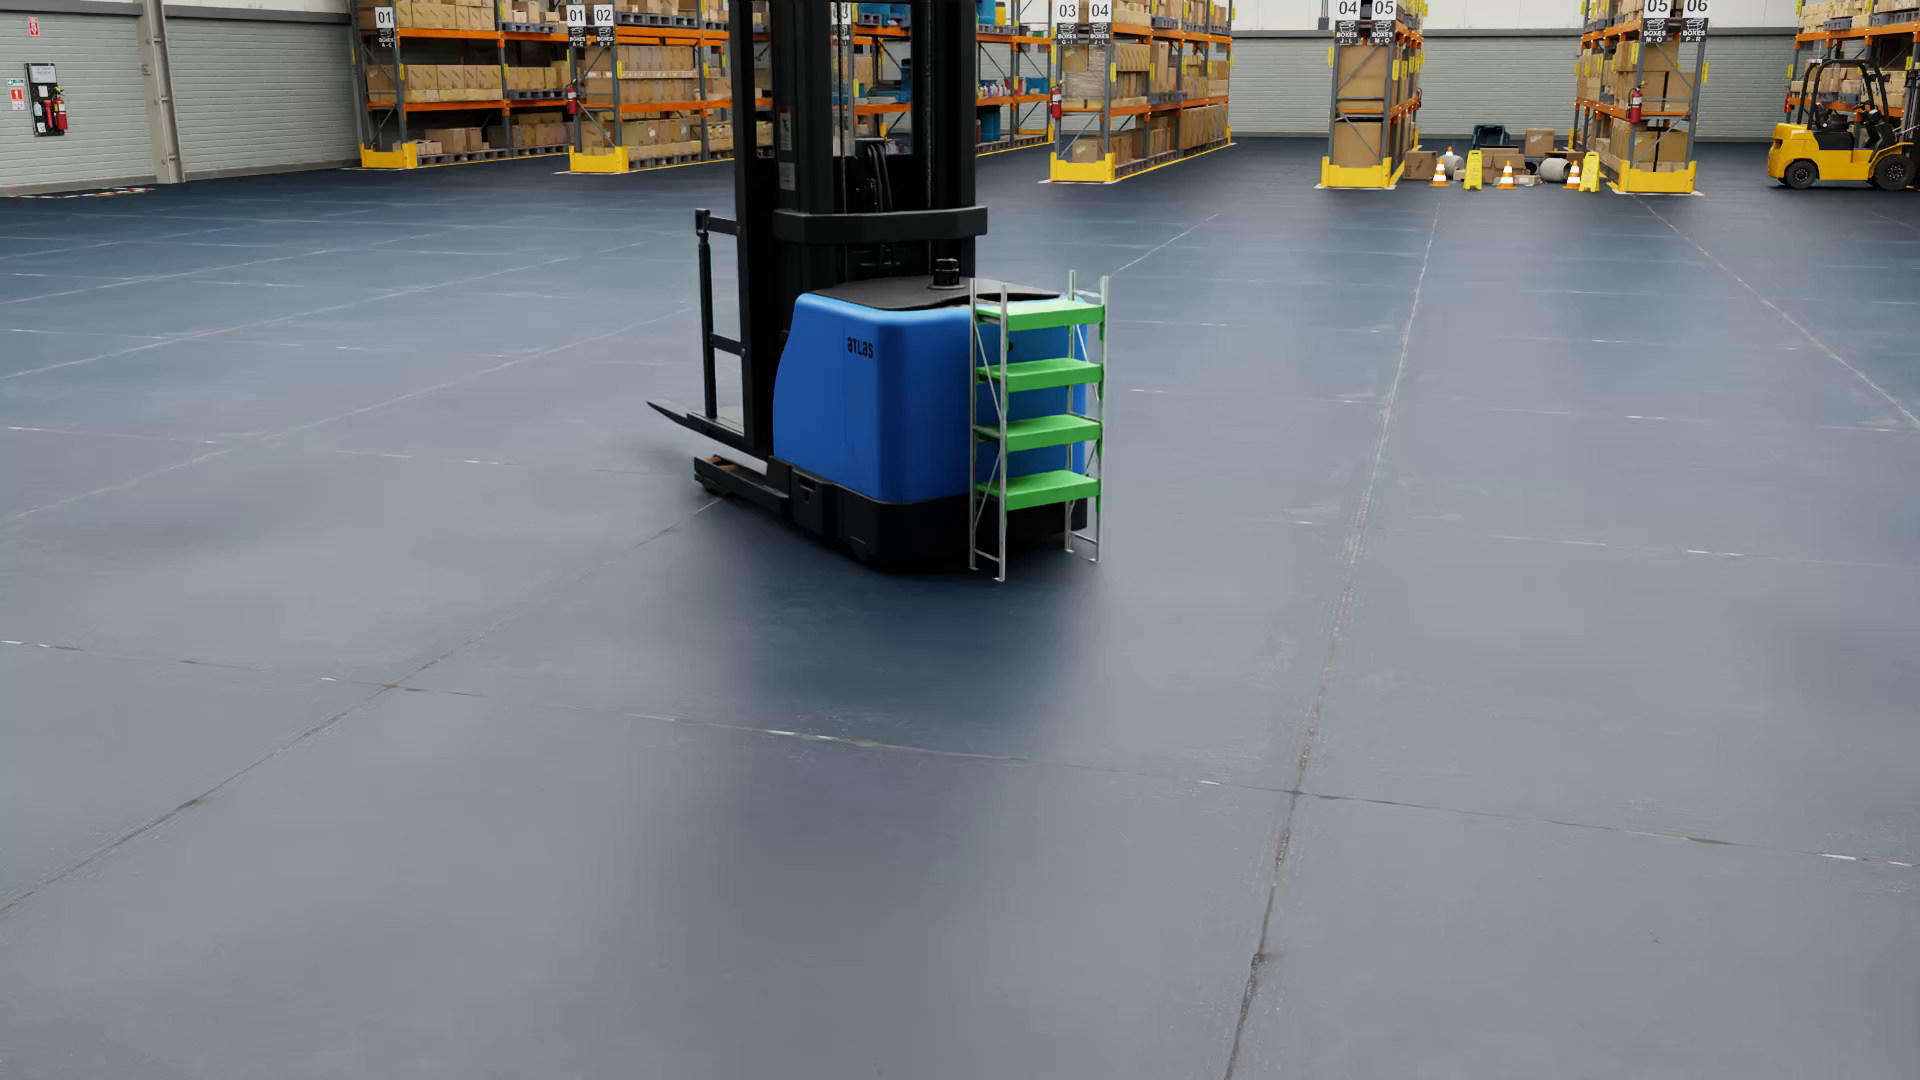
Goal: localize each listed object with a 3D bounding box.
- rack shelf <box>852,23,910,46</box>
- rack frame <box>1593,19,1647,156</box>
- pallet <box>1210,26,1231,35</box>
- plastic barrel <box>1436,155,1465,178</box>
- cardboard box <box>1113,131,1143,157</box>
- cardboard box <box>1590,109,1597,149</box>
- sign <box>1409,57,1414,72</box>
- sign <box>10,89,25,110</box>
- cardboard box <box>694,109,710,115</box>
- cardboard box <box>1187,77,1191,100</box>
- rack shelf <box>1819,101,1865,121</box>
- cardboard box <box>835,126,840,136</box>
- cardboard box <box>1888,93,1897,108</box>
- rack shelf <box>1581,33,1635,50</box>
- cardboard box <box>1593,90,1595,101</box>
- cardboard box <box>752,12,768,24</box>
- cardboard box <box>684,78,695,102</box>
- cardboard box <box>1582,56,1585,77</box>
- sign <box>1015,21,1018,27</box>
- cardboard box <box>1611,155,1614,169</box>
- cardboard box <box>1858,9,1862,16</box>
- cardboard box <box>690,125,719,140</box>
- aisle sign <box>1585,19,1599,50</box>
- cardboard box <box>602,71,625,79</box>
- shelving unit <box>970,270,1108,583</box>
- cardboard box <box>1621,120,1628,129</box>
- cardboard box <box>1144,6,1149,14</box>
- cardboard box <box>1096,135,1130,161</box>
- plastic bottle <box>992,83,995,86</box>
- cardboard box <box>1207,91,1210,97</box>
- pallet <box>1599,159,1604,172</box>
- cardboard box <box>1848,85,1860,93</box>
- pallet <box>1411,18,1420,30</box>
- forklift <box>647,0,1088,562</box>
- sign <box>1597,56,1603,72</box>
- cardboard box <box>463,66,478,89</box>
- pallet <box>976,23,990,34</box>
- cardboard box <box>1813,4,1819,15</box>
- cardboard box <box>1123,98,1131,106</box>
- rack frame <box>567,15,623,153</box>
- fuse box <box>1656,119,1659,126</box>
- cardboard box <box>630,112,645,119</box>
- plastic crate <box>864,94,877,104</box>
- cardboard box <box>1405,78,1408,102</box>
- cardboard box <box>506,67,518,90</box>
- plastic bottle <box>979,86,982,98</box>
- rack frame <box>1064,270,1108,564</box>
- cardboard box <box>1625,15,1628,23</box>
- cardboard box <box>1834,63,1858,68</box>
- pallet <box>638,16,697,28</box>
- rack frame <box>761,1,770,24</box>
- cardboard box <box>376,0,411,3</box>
[{"bbox_3d":[-1.933,-10.104,33.276,1.077,0.370,4.000,5,16,16],"label":"rack shelf"},{"bbox_3d":[14.022,-9.424,35.058,1.000,3.000,0.127,5,16,16],"label":"rack frame"},{"bbox_3d":[6.593,-13.491,44.062,1.003,0.211,1.213,5,16,16],"label":"pallet"},{"bbox_3d":[9.259,-7.080,31.514,0.421,0.421,0.512,-10,19,-32],"label":"plastic barrel"},{"bbox_3d":[3.579,-8.314,34.919,0.700,0.500,0.500,3,16,12],"label":"cardboard box"},{"bbox_3d":[15.059,-9.482,38.386,0.875,0.875,0.875,5,17,18],"label":"cardboard box"},{"bbox_3d":[9.780,-10.296,36.011,0.100,0.325,0.005,5,16,16],"label":"sign"},{"bbox_3d":[-15.331,-7.169,27.043,0.001,0.329,0.234,5,16,16],"label":"sign"},{"bbox_3d":[-7.490,-12.444,48.327,0.380,0.149,0.250,5,17,17],"label":"cardboard box"},{"bbox_3d":[5.064,-10.482,38.604,0.500,0.500,0.500,4,16,14],"label":"cardboard box"},{"bbox_3d":[19.351,-9.217,35.647,1.077,0.370,4.000,5,16,16],"label":"rack shelf"},{"bbox_3d":[-3.513,-11.019,44.803,0.500,0.311,0.500,5,16,16],"label":"cardboard box"},{"bbox_3d":[17.675,-8.206,31.037,0.500,0.250,0.500,5,16,16],"label":"cardboard box"},{"bbox_3d":[15.727,-12.091,40.281,1.077,0.370,4.000,5,16,16],"label":"rack shelf"},{"bbox_3d":[14.205,-9.770,36.551,0.500,0.250,0.500,4,16,15],"label":"cardboard box"},{"bbox_3d":[-4.884,-12.570,40.468,0.910,0.500,0.500,5,16,16],"label":"cardboard box"},{"bbox_3d":[-6.233,-9.847,36.365,0.700,0.500,0.500,4,16,14],"label":"cardboard box"},{"bbox_3d":[15.466,-11.541,40.506,0.500,0.500,0.500,5,17,16],"label":"cardboard box"},{"bbox_3d":[1.436,-13.027,42.248,0.100,0.325,0.005,5,16,16],"label":"sign"},{"bbox_3d":[12.318,-6.983,30.720,0.500,0.250,0.500,6,17,19],"label":"cardboard box"},{"bbox_3d":[19.043,-11.049,34.833,0.380,0.149,0.250,5,17,18],"label":"cardboard box"},{"bbox_3d":[-5.757,-9.153,37.344,0.500,0.311,0.500,5,16,16],"label":"cardboard box"},{"bbox_3d":[16.038,-12.809,42.228,0.394,0.787,0.004,5,16,16],"label":"aisle sign"},{"bbox_3d":[-6.932,-9.315,33.301,0.380,0.149,0.250,5,16,15],"label":"cardboard box"},{"bbox_3d":[0.316,-0.469,6.785,0.503,1.200,0.258,-10,19,-31],"label":"shelving unit"},{"bbox_3d":[11.917,-7.348,29.447,0.380,0.149,0.250,5,17,18],"label":"cardboard box"},{"bbox_3d":[3.569,-10.601,33.256,0.380,0.149,0.250,5,17,18],"label":"cardboard box"},{"bbox_3d":[3.076,-7.893,33.473,0.500,0.500,0.500,11,19,33],"label":"cardboard box"},{"bbox_3d":[0.823,-11.345,41.920,0.144,0.351,0.185,5,16,16],"label":"plastic bottle"},{"bbox_3d":[6.060,-11.170,41.673,0.380,0.149,0.250,5,16,16],"label":"cardboard box"},{"bbox_3d":[13.450,-7.560,33.596,1.003,0.211,1.213,5,16,16],"label":"pallet"},{"bbox_3d":[18.601,-9.323,34.392,0.380,0.149,0.250,5,17,17],"label":"cardboard box"},{"bbox_3d":[9.115,-10.961,35.326,1.213,0.211,1.003,5,17,18],"label":"pallet"},{"bbox_3d":[-0.653,-1.670,7.847,1.130,2.935,3.031,-10,19,-31],"label":"forklift"},{"bbox_3d":[13.489,-10.023,35.048,0.100,0.325,0.005,5,16,16],"label":"sign"},{"bbox_3d":[-10.991,-10.187,36.612,0.500,0.500,0.500,4,16,14],"label":"cardboard box"},{"bbox_3d":[0.083,-12.121,39.416,1.003,0.211,1.213,5,16,16],"label":"pallet"},{"bbox_3d":[20.261,-12.393,38.841,0.500,0.250,0.500,5,17,17],"label":"cardboard box"},{"bbox_3d":[3.076,-8.420,31.977,0.380,0.149,0.250,5,16,16],"label":"cardboard box"},{"bbox_3d":[-7.250,-8.869,33.100,1.000,3.000,0.127,5,16,16],"label":"rack frame"},{"bbox_3d":[19.848,-12.173,47.111,0.539,1.711,0.414,5,16,16],"label":"fuse box"},{"bbox_3d":[-8.900,-11.146,44.300,0.750,0.750,0.750,5,17,18],"label":"cardboard box"},{"bbox_3d":[-2.021,-9.095,34.286,0.450,0.188,0.662,5,16,16],"label":"plastic crate"},{"bbox_3d":[9.234,-9.560,35.356,0.500,0.500,0.500,5,16,16],"label":"cardboard box"},{"bbox_3d":[-10.686,-10.689,38.527,0.700,0.500,0.500,5,16,16],"label":"cardboard box"},{"bbox_3d":[0.484,-10.822,40.199,0.061,0.283,0.133,5,16,16],"label":"plastic bottle"},{"bbox_3d":[0.522,-0.505,6.912,0.015,1.200,0.240,-10,19,-31],"label":"rack frame"},{"bbox_3d":[12.431,-9.573,30.547,0.380,0.149,0.250,5,16,16],"label":"cardboard box"},{"bbox_3d":[20.597,-10.887,38.572,0.500,0.500,0.500,4,16,14],"label":"cardboard box"},{"bbox_3d":[-6.330,-11.090,35.598,1.003,0.211,1.213,5,16,16],"label":"pallet"},{"bbox_3d":[-4.976,-13.848,39.660,1.000,3.000,0.127,5,16,16],"label":"rack frame"},{"bbox_3d":[-11.658,-11.316,34.178,0.500,0.500,0.500,3,16,12],"label":"cardboard box"}]
